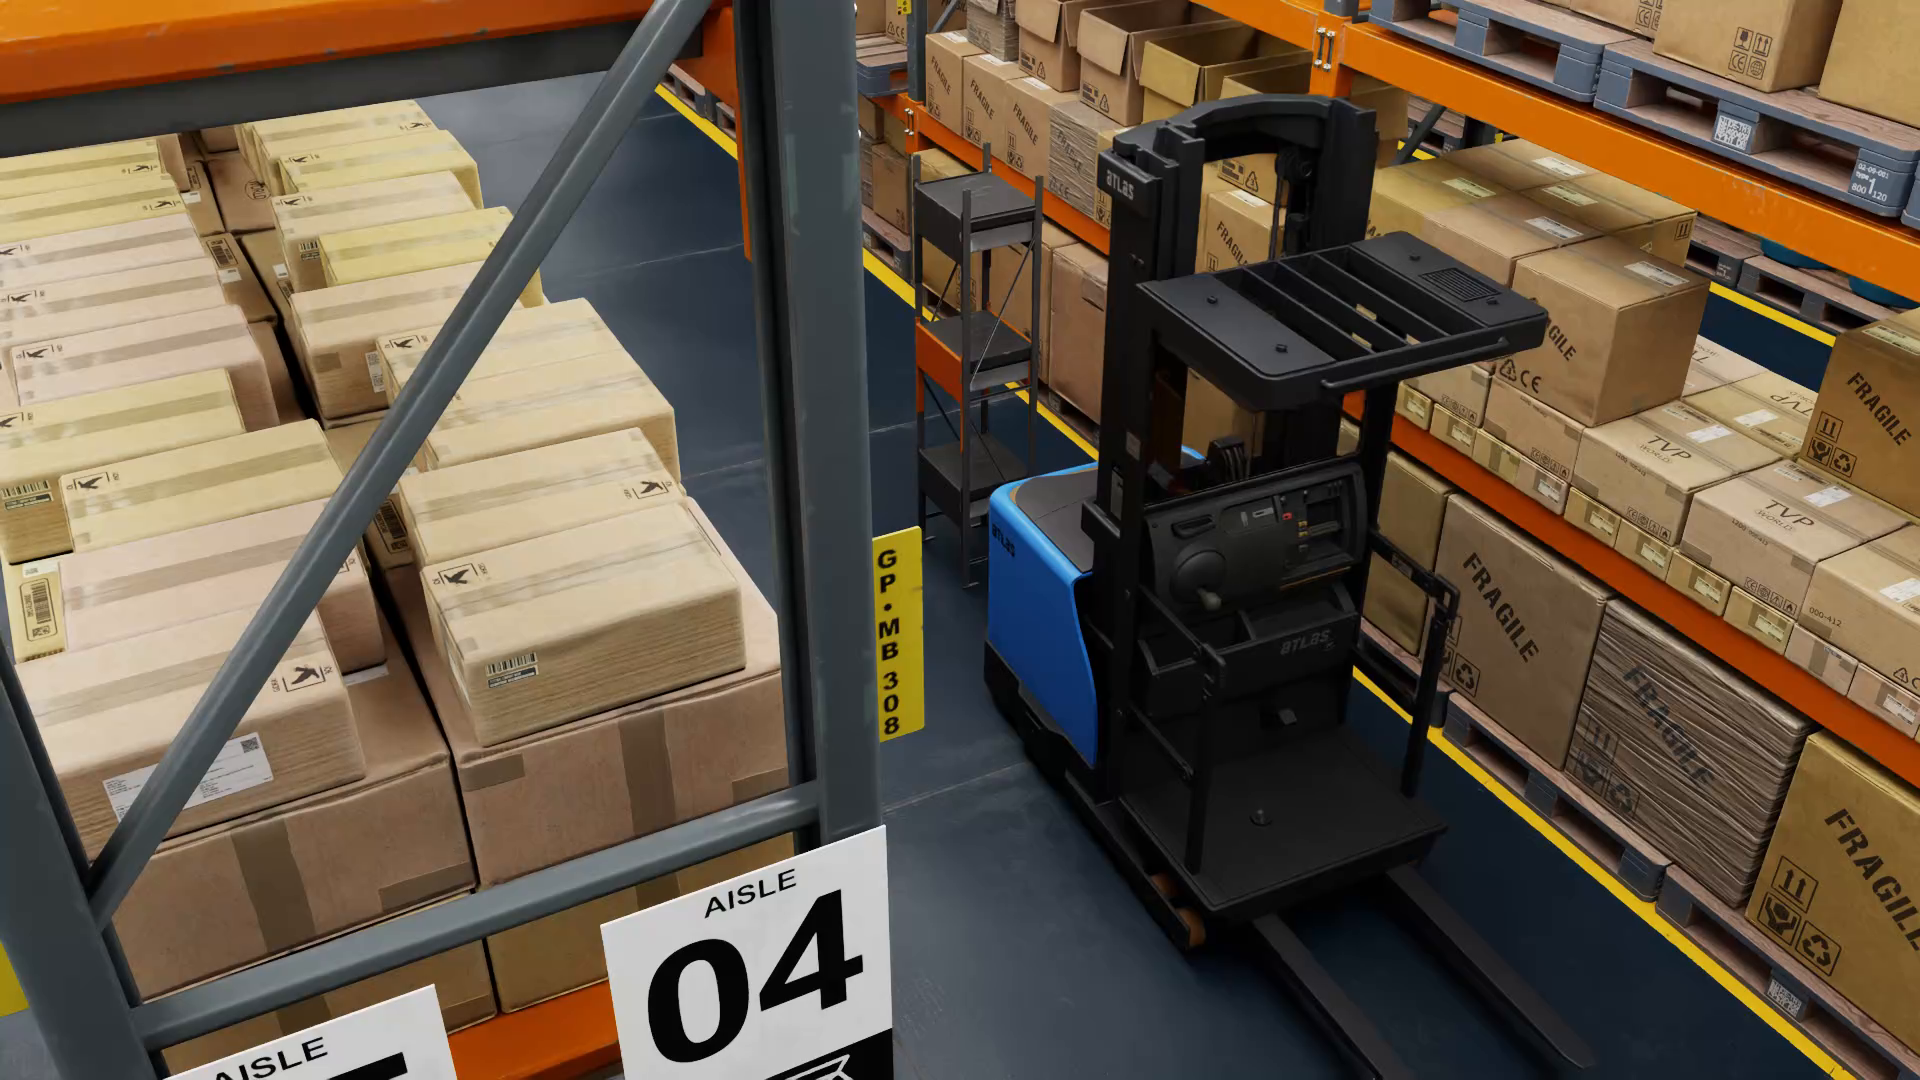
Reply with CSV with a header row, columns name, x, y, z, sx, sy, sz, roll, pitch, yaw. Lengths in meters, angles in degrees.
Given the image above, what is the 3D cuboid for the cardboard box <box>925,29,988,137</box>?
name,x,y,z,sx,sy,sz,roll,pitch,yaw
cardboard box,0.117,-2.859,10.340,0.500,0.500,0.500,-15,35,-22

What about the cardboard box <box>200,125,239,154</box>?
name,x,y,z,sx,sy,sz,roll,pitch,yaw
cardboard box,-1.750,-1.122,4.247,0.380,0.149,0.250,-15,35,-21

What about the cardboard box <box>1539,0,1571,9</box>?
name,x,y,z,sx,sy,sz,roll,pitch,yaw
cardboard box,2.414,-2.374,6.320,0.700,0.500,0.500,-18,37,-26

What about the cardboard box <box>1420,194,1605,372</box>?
name,x,y,z,sx,sy,sz,roll,pitch,yaw
cardboard box,2.216,-1.057,6.787,0.500,0.500,0.500,-16,36,-23

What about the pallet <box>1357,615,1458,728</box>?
name,x,y,z,sx,sy,sz,roll,pitch,yaw
pallet,2.281,0.348,8.011,1.003,0.211,1.213,-16,36,-23

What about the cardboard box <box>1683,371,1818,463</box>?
name,x,y,z,sx,sy,sz,roll,pitch,yaw
cardboard box,3.149,-0.394,6.447,0.500,0.250,0.500,-17,36,-24

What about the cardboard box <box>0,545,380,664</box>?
name,x,y,z,sx,sy,sz,roll,pitch,yaw
cardboard box,-1.253,0.090,2.724,0.500,0.250,0.500,-17,36,-24

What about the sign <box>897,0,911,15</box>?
name,x,y,z,sx,sy,sz,roll,pitch,yaw
sign,-0.345,-3.431,10.324,0.100,0.325,0.005,-16,36,-23

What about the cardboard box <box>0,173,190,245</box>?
name,x,y,z,sx,sy,sz,roll,pitch,yaw
cardboard box,-1.814,-0.627,3.473,0.380,0.149,0.250,-17,36,-25

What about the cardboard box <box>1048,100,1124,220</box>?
name,x,y,z,sx,sy,sz,roll,pitch,yaw
cardboard box,0.833,-2.131,9.203,0.500,0.500,0.500,-16,36,-23

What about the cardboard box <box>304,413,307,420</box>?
name,x,y,z,sx,sy,sz,roll,pitch,yaw
cardboard box,-1.282,-0.323,3.832,0.500,0.250,0.500,-16,36,-23

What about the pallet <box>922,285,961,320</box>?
name,x,y,z,sx,sy,sz,roll,pitch,yaw
pallet,0.432,-1.548,10.971,1.003,0.211,1.213,-16,36,-23

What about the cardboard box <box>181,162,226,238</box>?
name,x,y,z,sx,sy,sz,roll,pitch,yaw
cardboard box,-1.976,-0.647,3.874,0.500,0.250,0.500,-15,36,-22

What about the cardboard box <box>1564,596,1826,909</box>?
name,x,y,z,sx,sy,sz,roll,pitch,yaw
cardboard box,3.067,0.699,6.459,0.875,0.875,0.875,-16,36,-23

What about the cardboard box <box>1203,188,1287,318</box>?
name,x,y,z,sx,sy,sz,roll,pitch,yaw
cardboard box,1.536,-1.405,8.070,0.500,0.500,0.500,-16,36,-23

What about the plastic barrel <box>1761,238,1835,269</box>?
name,x,y,z,sx,sy,sz,roll,pitch,yaw
plastic barrel,5.809,-2.350,11.193,0.600,0.901,0.708,-16,36,-23

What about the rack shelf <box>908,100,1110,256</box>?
name,x,y,z,sx,sy,sz,roll,pitch,yaw
rack shelf,1.063,-1.860,9.540,1.077,0.370,4.000,-16,36,-23

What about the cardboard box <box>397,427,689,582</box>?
name,x,y,z,sx,sy,sz,roll,pitch,yaw
cardboard box,-0.627,-0.017,2.521,0.380,0.149,0.250,-14,35,-21

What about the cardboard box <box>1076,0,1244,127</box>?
name,x,y,z,sx,sy,sz,roll,pitch,yaw
cardboard box,1.077,-2.599,9.003,0.797,0.503,0.637,-15,35,-22

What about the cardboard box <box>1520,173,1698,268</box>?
name,x,y,z,sx,sy,sz,roll,pitch,yaw
cardboard box,2.677,-1.194,7.002,0.500,0.500,0.500,-15,36,-23

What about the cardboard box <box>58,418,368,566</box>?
name,x,y,z,sx,sy,sz,roll,pitch,yaw
cardboard box,-1.138,-0.028,2.539,0.380,0.149,0.250,-17,36,-25

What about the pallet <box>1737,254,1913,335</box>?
name,x,y,z,sx,sy,sz,roll,pitch,yaw
pallet,6.055,-1.659,11.144,1.003,0.211,1.213,-16,36,-23

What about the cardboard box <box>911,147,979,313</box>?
name,x,y,z,sx,sy,sz,roll,pitch,yaw
cardboard box,0.434,-2.065,10.773,1.225,0.875,0.875,-18,37,-25

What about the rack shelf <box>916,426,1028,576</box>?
name,x,y,z,sx,sy,sz,roll,pitch,yaw
rack shelf,0.077,-0.204,8.445,0.431,0.518,0.480,-16,36,-23

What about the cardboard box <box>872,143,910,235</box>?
name,x,y,z,sx,sy,sz,roll,pitch,yaw
cardboard box,-0.199,-2.565,11.882,0.700,0.500,0.500,-18,37,-26

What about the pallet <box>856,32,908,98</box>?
name,x,y,z,sx,sy,sz,roll,pitch,yaw
pallet,-0.296,-3.350,11.376,1.213,0.211,1.003,-16,36,-23

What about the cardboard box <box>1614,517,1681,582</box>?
name,x,y,z,sx,sy,sz,roll,pitch,yaw
cardboard box,2.691,-0.011,6.219,0.380,0.149,0.250,-15,36,-22

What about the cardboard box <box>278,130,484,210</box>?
name,x,y,z,sx,sy,sz,roll,pitch,yaw
cardboard box,-1.289,-0.781,3.713,0.380,0.149,0.250,-17,36,-24

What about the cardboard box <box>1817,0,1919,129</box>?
name,x,y,z,sx,sy,sz,roll,pitch,yaw
cardboard box,3.131,-1.592,5.099,0.700,0.500,0.500,-18,37,-26

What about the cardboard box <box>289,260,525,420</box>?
name,x,y,z,sx,sy,sz,roll,pitch,yaw
cardboard box,-1.015,-0.377,3.083,0.380,0.149,0.250,-15,36,-22

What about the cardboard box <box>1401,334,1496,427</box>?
name,x,y,z,sx,sy,sz,roll,pitch,yaw
cardboard box,2.211,-0.742,6.991,0.500,0.250,0.500,-16,36,-23

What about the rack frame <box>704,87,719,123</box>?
name,x,y,z,sx,sy,sz,roll,pitch,yaw
rack frame,-1.734,-5.026,13.815,1.000,3.000,0.127,-16,36,-23

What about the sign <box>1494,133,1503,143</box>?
name,x,y,z,sx,sy,sz,roll,pitch,yaw
sign,2.486,-1.747,7.820,0.100,0.325,0.005,-16,36,-23

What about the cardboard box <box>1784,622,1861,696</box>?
name,x,y,z,sx,sy,sz,roll,pitch,yaw
cardboard box,3.049,0.355,5.648,0.380,0.149,0.250,-15,36,-22

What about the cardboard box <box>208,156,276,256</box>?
name,x,y,z,sx,sy,sz,roll,pitch,yaw
cardboard box,-1.519,-0.765,4.058,0.500,0.250,0.500,-14,35,-21

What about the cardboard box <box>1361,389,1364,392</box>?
name,x,y,z,sx,sy,sz,roll,pitch,yaw
cardboard box,1.962,-0.753,7.377,0.380,0.149,0.250,-17,36,-25

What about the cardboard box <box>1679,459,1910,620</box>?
name,x,y,z,sx,sy,sz,roll,pitch,yaw
cardboard box,2.927,-0.011,5.850,0.500,0.250,0.500,-17,36,-25

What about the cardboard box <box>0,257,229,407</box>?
name,x,y,z,sx,sy,sz,roll,pitch,yaw
cardboard box,-1.558,-0.383,3.092,0.380,0.149,0.250,-15,36,-22

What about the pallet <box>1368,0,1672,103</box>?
name,x,y,z,sx,sy,sz,roll,pitch,yaw
pallet,2.368,-2.041,6.457,1.003,0.211,1.213,-16,36,-23

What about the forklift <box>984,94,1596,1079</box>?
name,x,y,z,sx,sy,sz,roll,pitch,yaw
forklift,1.194,0.050,5.954,1.130,2.935,3.031,-14,35,-21

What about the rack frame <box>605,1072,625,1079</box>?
name,x,y,z,sx,sy,sz,roll,pitch,yaw
rack frame,-0.574,1.900,3.004,1.000,3.000,0.127,-16,36,-23

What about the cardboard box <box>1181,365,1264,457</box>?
name,x,y,z,sx,sy,sz,roll,pitch,yaw
cardboard box,1.680,-0.791,8.785,1.225,0.875,0.875,-16,36,-23

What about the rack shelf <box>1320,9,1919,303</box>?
name,x,y,z,sx,sy,sz,roll,pitch,yaw
rack shelf,2.928,-1.214,5.751,1.077,0.370,4.000,-16,36,-23

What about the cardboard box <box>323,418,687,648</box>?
name,x,y,z,sx,sy,sz,roll,pitch,yaw
cardboard box,-0.793,-0.034,2.918,0.500,0.250,0.500,-16,36,-24

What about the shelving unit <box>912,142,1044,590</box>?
name,x,y,z,sx,sy,sz,roll,pitch,yaw
shelving unit,0.077,-0.805,8.060,0.431,2.100,0.503,-16,36,-23

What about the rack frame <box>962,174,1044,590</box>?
name,x,y,z,sx,sy,sz,roll,pitch,yaw
rack frame,0.191,-0.689,7.879,0.400,2.100,0.015,-16,36,-23

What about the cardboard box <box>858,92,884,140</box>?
name,x,y,z,sx,sy,sz,roll,pitch,yaw
cardboard box,-0.464,-3.129,12.067,0.500,0.250,0.500,-12,35,-18

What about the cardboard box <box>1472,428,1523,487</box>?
name,x,y,z,sx,sy,sz,roll,pitch,yaw
cardboard box,2.329,-0.380,6.795,0.380,0.149,0.250,-16,36,-24
